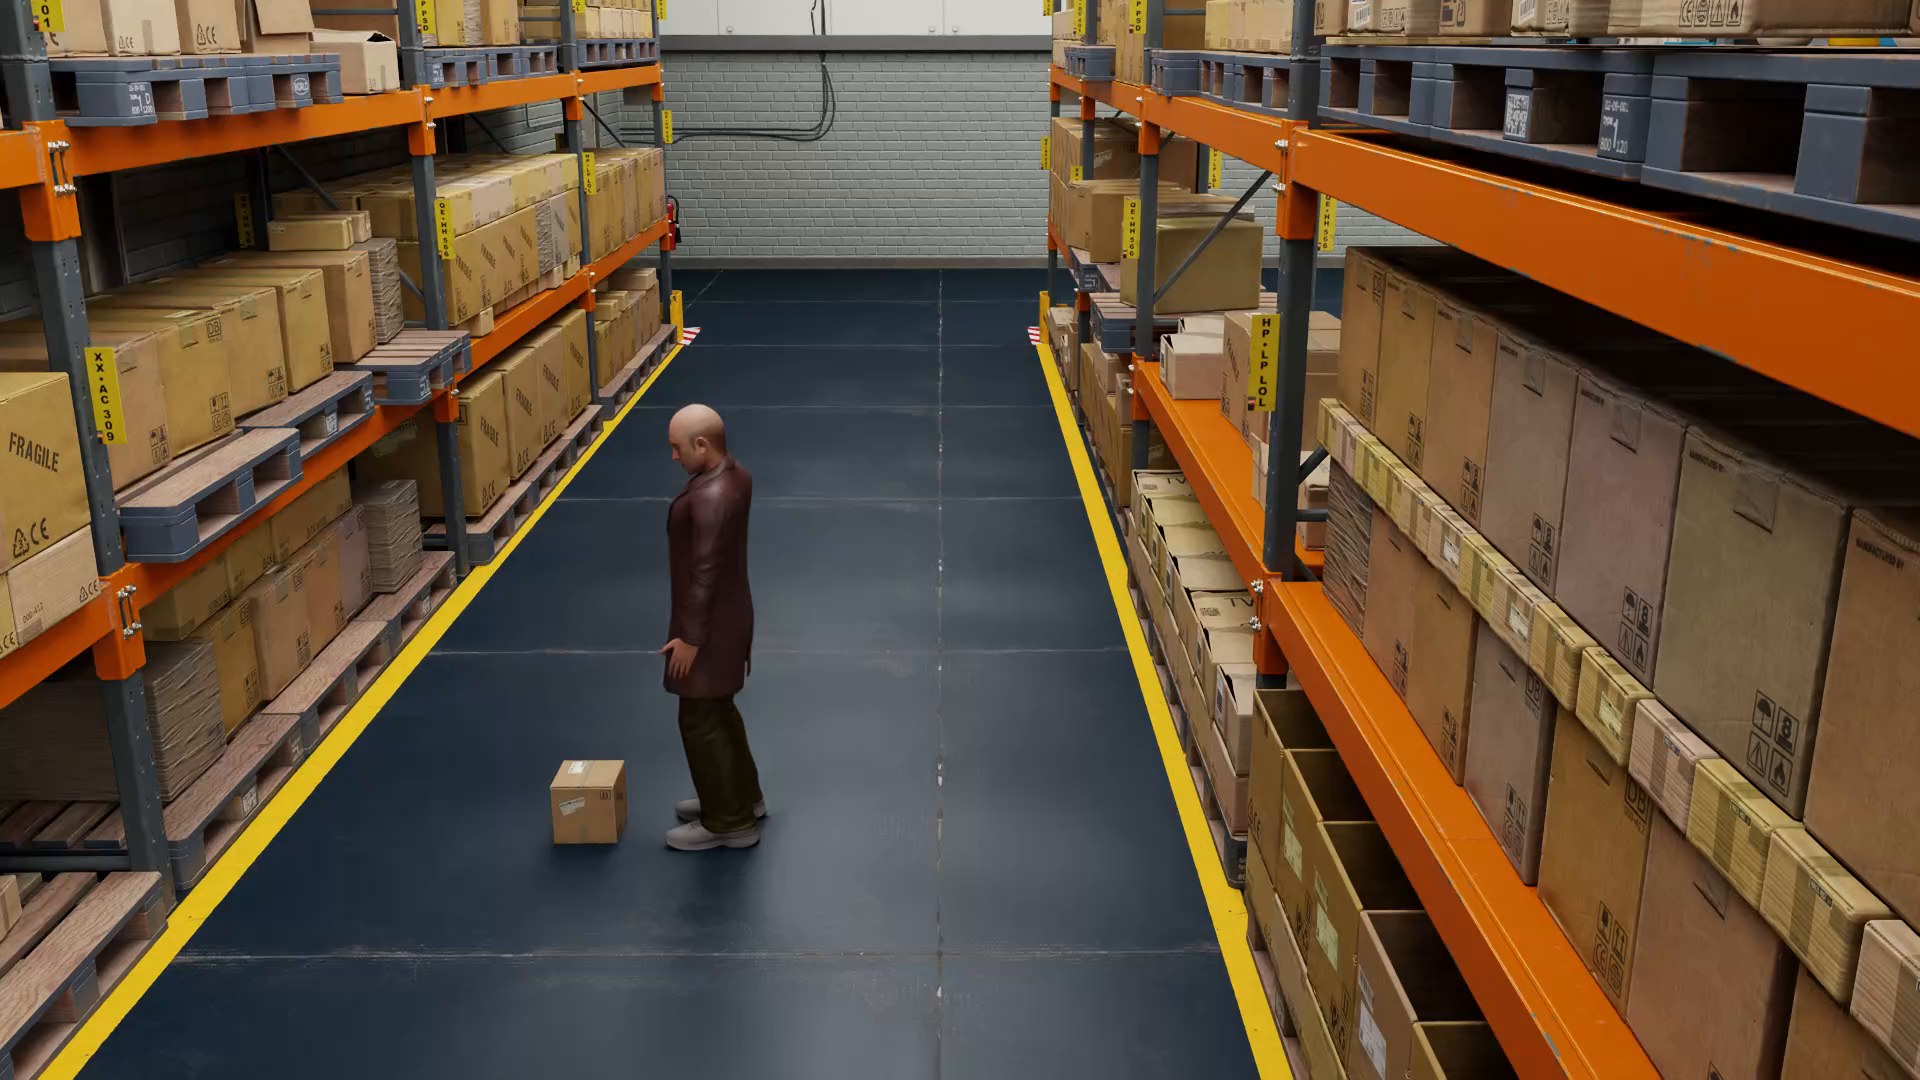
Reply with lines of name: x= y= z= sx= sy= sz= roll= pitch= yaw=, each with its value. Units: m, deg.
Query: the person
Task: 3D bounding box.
person: x=-0.988 y=0.344 z=6.467 sx=0.378 sy=1.770 sz=0.565 roll=0 pitch=17 yaw=0
